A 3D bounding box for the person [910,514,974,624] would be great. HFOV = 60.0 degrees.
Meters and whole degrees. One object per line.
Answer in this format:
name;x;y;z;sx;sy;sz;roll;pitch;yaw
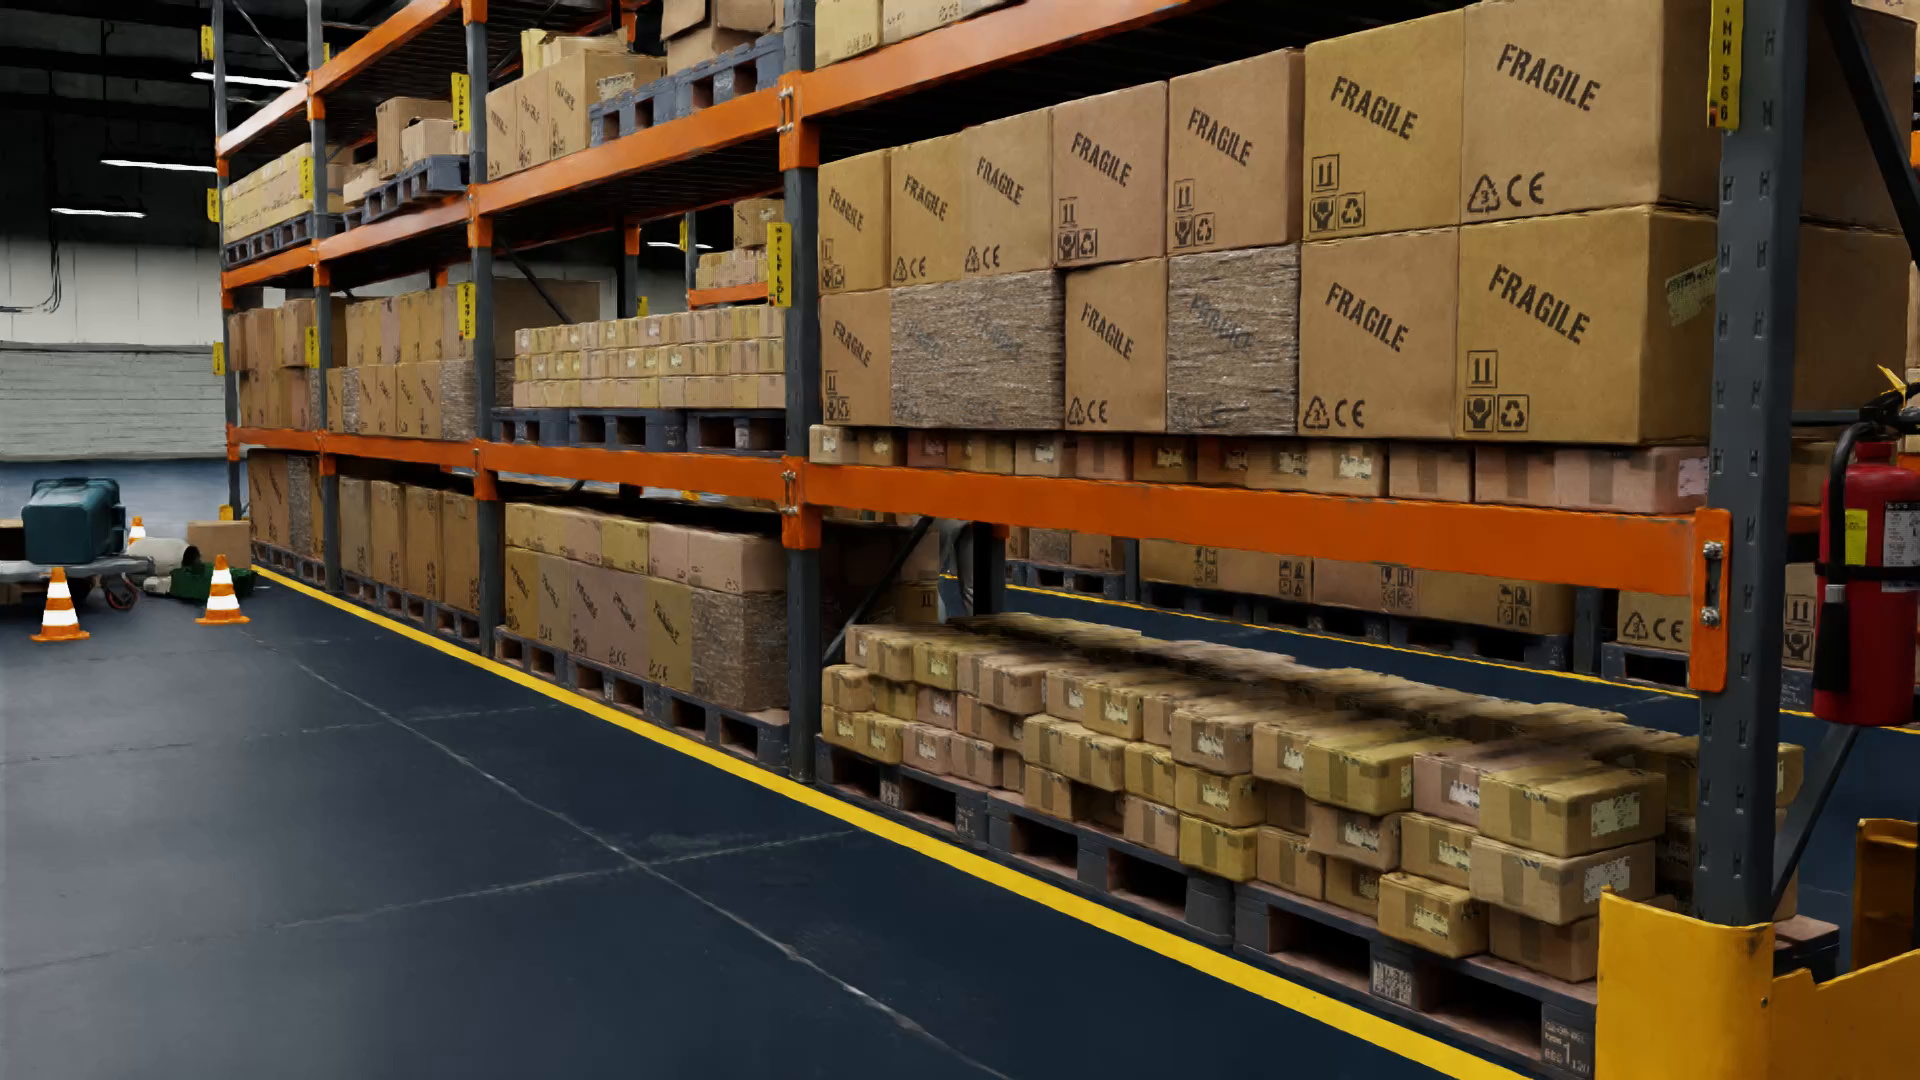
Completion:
person;-0.050;-0.098;9.452;0.507;1.683;0.363;-3;6;-30
